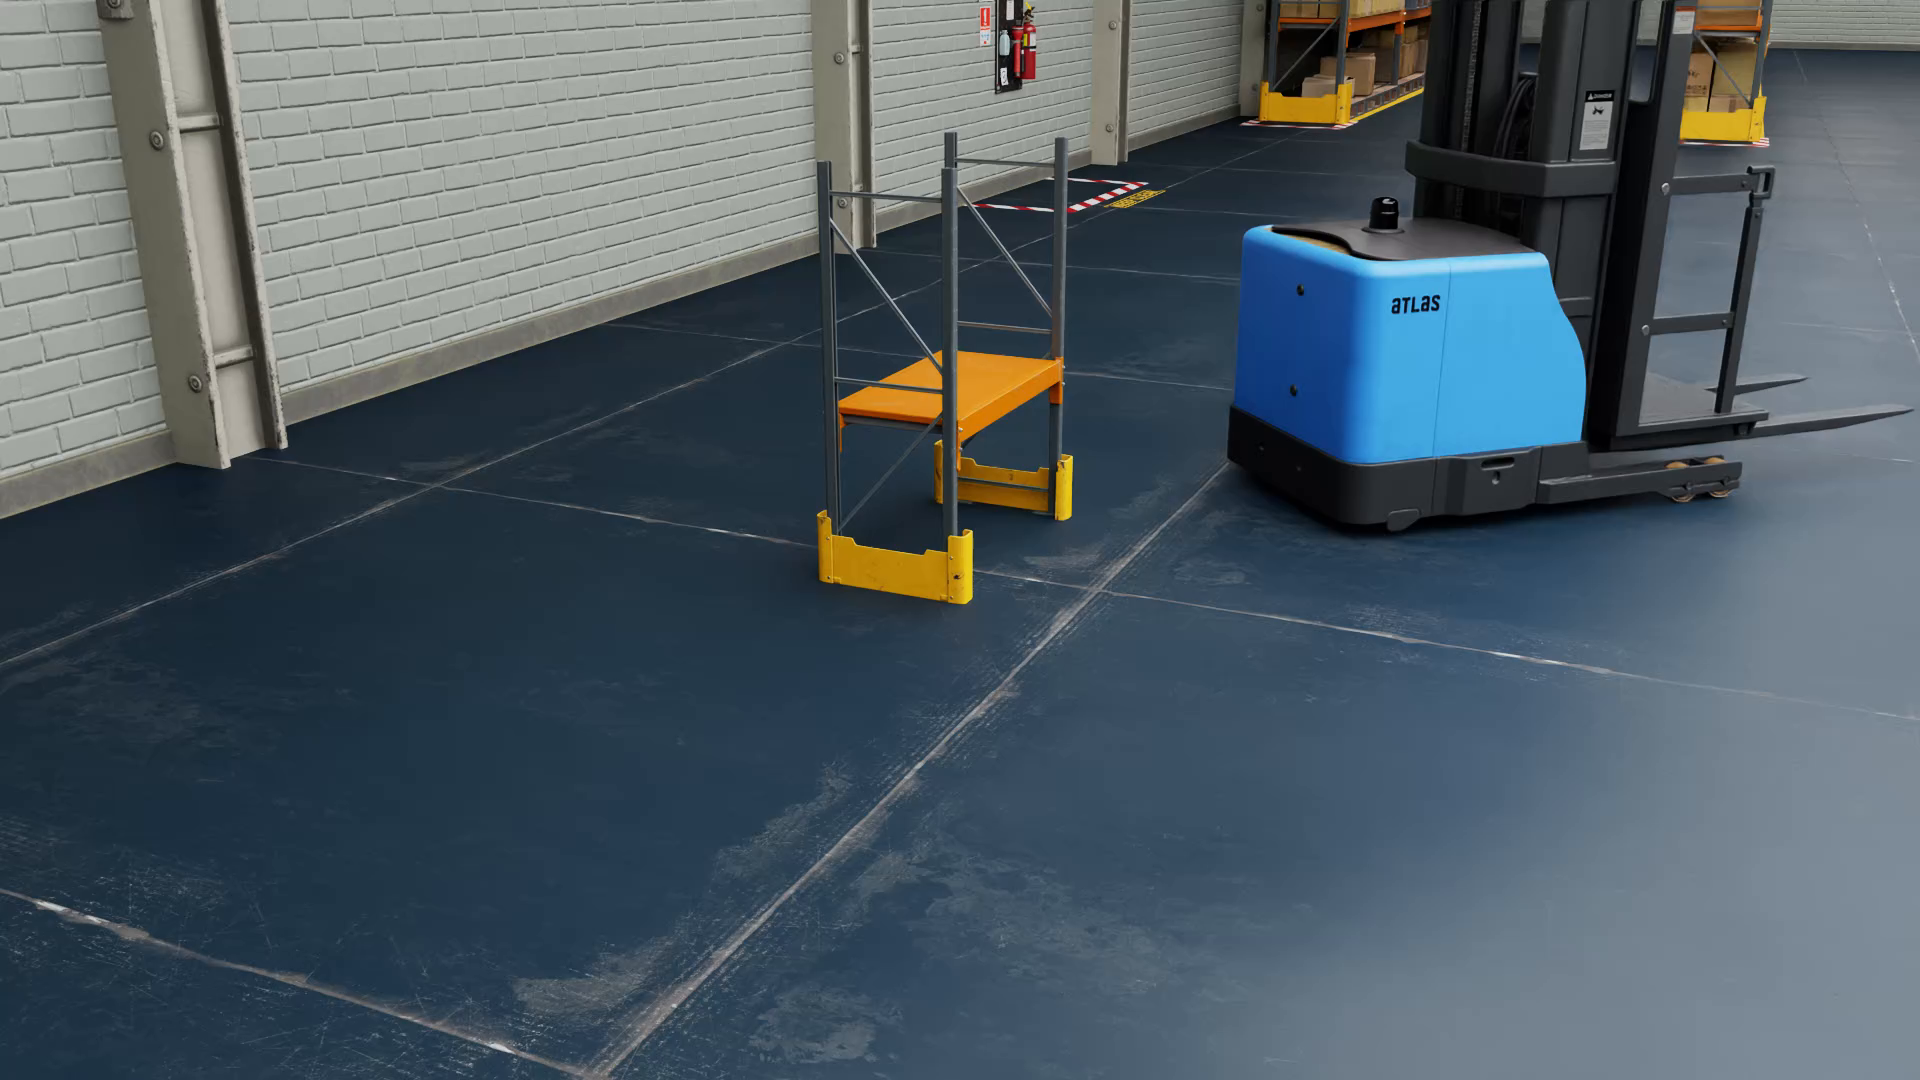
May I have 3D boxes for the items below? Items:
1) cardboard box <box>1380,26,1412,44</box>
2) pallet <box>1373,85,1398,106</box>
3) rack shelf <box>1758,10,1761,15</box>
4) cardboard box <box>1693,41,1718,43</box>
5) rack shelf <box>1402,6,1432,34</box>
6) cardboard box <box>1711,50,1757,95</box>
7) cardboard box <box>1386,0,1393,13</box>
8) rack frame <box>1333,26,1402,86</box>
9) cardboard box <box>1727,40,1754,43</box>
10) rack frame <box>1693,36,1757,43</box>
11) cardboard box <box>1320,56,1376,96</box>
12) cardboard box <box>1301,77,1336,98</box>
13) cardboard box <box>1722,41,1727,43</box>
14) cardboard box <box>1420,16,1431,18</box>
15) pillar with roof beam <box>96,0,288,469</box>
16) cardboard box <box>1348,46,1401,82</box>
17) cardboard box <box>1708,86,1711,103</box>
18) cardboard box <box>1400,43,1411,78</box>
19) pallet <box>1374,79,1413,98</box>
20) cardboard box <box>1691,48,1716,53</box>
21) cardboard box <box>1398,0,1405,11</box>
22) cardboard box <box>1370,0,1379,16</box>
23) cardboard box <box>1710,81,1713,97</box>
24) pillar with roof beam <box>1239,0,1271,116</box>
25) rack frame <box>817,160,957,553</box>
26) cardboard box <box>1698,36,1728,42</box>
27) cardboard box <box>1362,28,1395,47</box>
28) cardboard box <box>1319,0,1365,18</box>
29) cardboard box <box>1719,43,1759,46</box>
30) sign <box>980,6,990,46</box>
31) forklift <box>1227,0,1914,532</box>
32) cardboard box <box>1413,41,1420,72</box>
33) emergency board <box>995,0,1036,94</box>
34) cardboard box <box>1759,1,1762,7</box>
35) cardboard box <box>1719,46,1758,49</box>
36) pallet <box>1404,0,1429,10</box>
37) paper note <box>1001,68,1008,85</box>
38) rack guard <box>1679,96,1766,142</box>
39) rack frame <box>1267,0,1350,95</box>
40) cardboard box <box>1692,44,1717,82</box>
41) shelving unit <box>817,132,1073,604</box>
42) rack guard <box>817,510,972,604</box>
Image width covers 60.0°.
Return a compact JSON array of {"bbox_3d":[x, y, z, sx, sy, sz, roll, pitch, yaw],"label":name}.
[{"bbox_3d":[7.084,-8.255,27.159,0.500,0.250,0.500,8,21,22],"label":"cardboard box"},{"bbox_3d":[5.947,-6.676,24.926,1.003,0.211,1.213,9,21,23],"label":"pallet"},{"bbox_3d":[11.529,-7.794,24.982,1.077,0.370,4.000,9,21,23],"label":"rack shelf"},{"bbox_3d":[10.235,-6.678,23.129,0.500,0.500,0.500,9,21,23],"label":"cardboard box"},{"bbox_3d":[7.009,-8.473,26.890,1.077,0.370,4.000,9,21,23],"label":"rack shelf"},{"bbox_3d":[9.698,-5.841,20.774,0.500,0.500,0.500,9,21,23],"label":"cardboard box"},{"bbox_3d":[5.869,-7.645,23.684,0.500,0.250,0.500,8,21,22],"label":"cardboard box"},{"bbox_3d":[6.190,-8.200,25.050,1.000,3.000,0.127,9,21,23],"label":"rack frame"},{"bbox_3d":[13.005,-8.035,27.658,0.500,0.500,0.500,8,21,21],"label":"cardboard box"},{"bbox_3d":[12.348,-8.744,26.580,1.000,3.000,0.127,9,21,23],"label":"rack frame"},{"bbox_3d":[5.496,-6.598,23.618,0.700,0.500,0.500,7,21,19],"label":"cardboard box"},{"bbox_3d":[4.917,-6.117,22.548,0.500,0.311,0.500,6,20,17],"label":"cardboard box"},{"bbox_3d":[12.517,-8.092,27.820,0.500,0.500,0.500,9,22,25],"label":"cardboard box"},{"bbox_3d":[8.613,-9.082,30.110,0.750,0.750,0.750,8,21,22],"label":"cardboard box"},{"bbox_3d":[0.606,-4.043,4.409,9.100,9.000,0.400,9,21,23],"label":"pillar with roof beam"},{"bbox_3d":[6.476,-7.457,26.034,0.700,0.500,0.500,9,22,25],"label":"cardboard box"},{"bbox_3d":[9.626,-5.866,21.963,0.500,0.250,0.500,9,21,23],"label":"cardboard box"},{"bbox_3d":[6.887,-7.772,26.921,0.700,0.500,0.500,9,21,23],"label":"cardboard box"},{"bbox_3d":[6.507,-7.124,26.187,1.003,0.211,1.213,9,21,23],"label":"pallet"},{"bbox_3d":[9.417,-6.067,21.409,0.500,0.500,0.500,9,21,23],"label":"cardboard box"},{"bbox_3d":[6.272,-7.952,24.548,0.500,0.250,0.500,9,21,23],"label":"cardboard box"},{"bbox_3d":[5.455,-7.337,22.818,0.500,0.250,0.500,8,21,22],"label":"cardboard box"},{"bbox_3d":[10.244,-6.324,23.251,0.500,0.250,0.500,9,21,23],"label":"cardboard box"},{"bbox_3d":[7.977,-9.546,19.881,9.100,9.000,0.400,9,21,23],"label":"pillar with roof beam"},{"bbox_3d":[-0.243,-0.525,5.707,0.500,1.500,0.032,9,21,23],"label":"rack frame"},{"bbox_3d":[12.536,-8.463,27.744,0.500,0.250,0.500,9,22,25],"label":"cardboard box"},{"bbox_3d":[6.653,-7.945,26.288,0.500,0.250,0.500,8,21,22],"label":"cardboard box"},{"bbox_3d":[5.041,-7.022,21.930,0.500,0.250,0.500,8,21,21],"label":"cardboard box"},{"bbox_3d":[10.505,-6.454,22.498,0.500,0.500,0.500,9,21,23],"label":"cardboard box"},{"bbox_3d":[0.225,-4.588,14.839,0.001,0.329,0.234,9,21,23],"label":"sign"},{"bbox_3d":[2.741,-1.696,6.862,3.031,2.935,1.130,-7,21,-18],"label":"forklift"},{"bbox_3d":[7.263,-8.084,27.796,0.700,0.500,0.500,9,21,23],"label":"cardboard box"},{"bbox_3d":[0.545,-4.726,15.280,0.194,1.169,0.643,9,21,23],"label":"emergency board"},{"bbox_3d":[12.232,-8.313,25.743,0.380,0.149,0.250,9,21,23],"label":"cardboard box"},{"bbox_3d":[10.112,-6.146,21.632,0.500,0.500,0.500,9,21,23],"label":"cardboard box"},{"bbox_3d":[6.635,-8.323,25.683,1.003,0.211,1.213,9,21,23],"label":"pallet"},{"bbox_3d":[0.410,-4.266,15.302,0.016,0.148,0.142,9,21,23],"label":"paper note"},{"bbox_3d":[9.063,-5.114,20.102,1.175,0.500,0.348,9,21,23],"label":"rack guard"},{"bbox_3d":[4.552,-6.977,21.612,1.000,3.000,0.127,9,21,23],"label":"rack frame"},{"bbox_3d":[9.826,-6.373,22.269,0.500,0.500,0.500,9,21,23],"label":"cardboard box"},{"bbox_3d":[-0.031,-0.683,6.152,0.587,1.500,1.083,9,21,23],"label":"shelving unit"},{"bbox_3d":[-0.235,0.058,5.933,0.587,0.250,0.087,9,21,23],"label":"rack guard"}]
